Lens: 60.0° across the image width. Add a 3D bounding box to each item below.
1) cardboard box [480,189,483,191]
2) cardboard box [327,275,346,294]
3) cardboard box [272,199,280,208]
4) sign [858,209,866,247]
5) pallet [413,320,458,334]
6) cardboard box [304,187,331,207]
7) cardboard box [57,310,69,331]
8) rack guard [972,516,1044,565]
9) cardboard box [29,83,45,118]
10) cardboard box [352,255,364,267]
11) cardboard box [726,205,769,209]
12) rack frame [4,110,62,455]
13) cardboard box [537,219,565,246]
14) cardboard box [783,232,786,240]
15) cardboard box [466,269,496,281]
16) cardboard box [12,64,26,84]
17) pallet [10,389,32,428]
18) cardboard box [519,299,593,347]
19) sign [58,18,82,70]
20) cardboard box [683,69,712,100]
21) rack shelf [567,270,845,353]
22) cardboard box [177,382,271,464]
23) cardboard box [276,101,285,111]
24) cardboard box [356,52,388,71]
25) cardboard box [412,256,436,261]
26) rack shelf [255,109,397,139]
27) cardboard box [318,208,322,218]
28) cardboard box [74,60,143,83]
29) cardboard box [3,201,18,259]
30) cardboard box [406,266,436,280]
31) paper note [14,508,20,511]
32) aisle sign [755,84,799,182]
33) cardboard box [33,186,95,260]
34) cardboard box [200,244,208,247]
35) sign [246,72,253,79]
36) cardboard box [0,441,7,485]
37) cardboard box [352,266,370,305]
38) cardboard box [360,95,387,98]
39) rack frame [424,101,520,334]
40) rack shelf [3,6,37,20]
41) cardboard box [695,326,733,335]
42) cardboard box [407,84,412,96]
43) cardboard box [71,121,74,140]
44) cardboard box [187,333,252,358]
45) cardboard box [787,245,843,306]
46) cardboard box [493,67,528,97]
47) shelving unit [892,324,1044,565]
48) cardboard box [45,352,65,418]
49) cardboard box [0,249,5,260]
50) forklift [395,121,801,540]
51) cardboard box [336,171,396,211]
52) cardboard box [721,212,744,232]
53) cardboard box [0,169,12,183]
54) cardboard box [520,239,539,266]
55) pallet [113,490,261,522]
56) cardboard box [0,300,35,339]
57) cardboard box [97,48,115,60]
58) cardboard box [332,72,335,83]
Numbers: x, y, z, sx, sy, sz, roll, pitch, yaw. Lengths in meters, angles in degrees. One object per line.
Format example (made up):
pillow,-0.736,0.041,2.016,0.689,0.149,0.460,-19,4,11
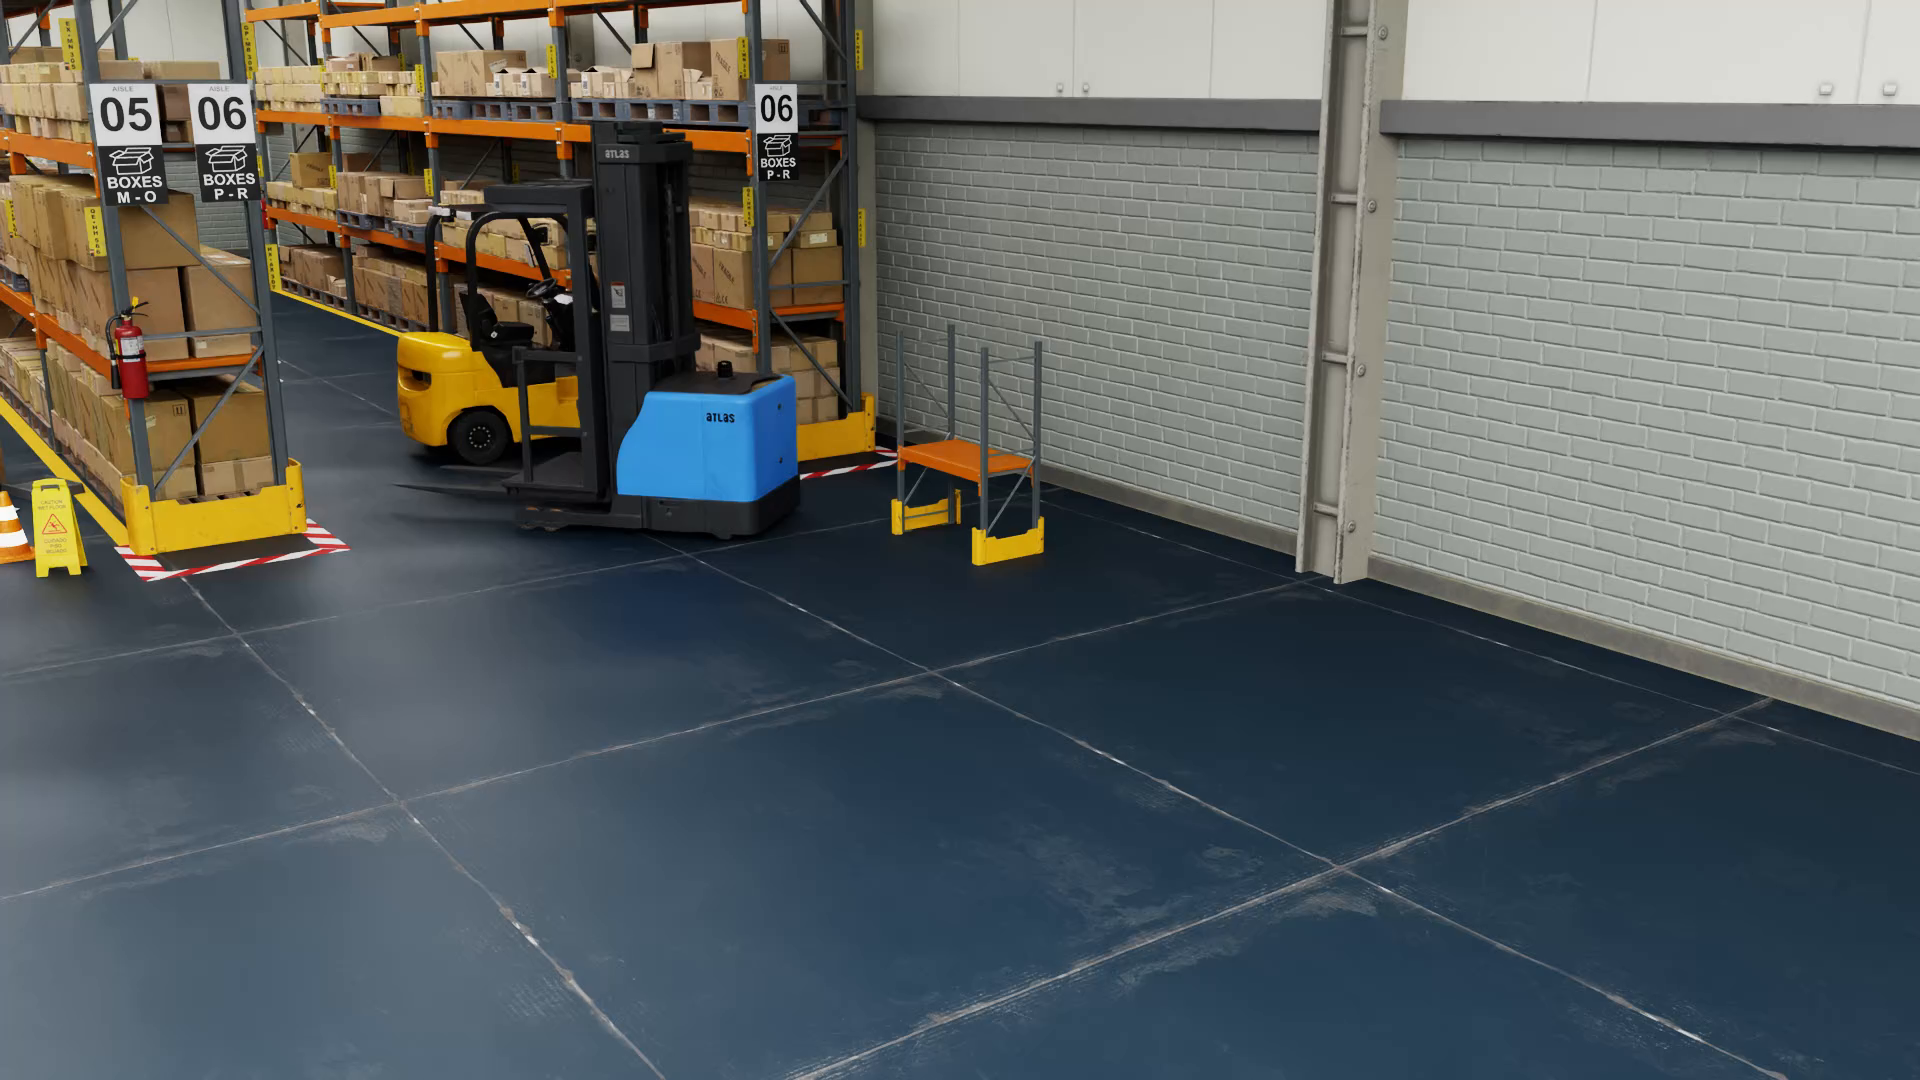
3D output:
cardboard box,-5.679,-4.243,20.479,0.380,0.149,0.250,-10,18,-33
cardboard box,-9.161,-3.808,24.690,0.396,0.266,0.258,-10,18,-33
cardboard box,-10.766,-5.394,26.579,0.380,0.149,0.250,-11,19,-35
sign,-0.878,-2.752,14.661,0.100,0.325,0.005,-11,19,-35
pallet,-6.442,-2.740,21.689,1.003,0.211,1.213,-11,19,-35
cardboard box,-9.472,-5.130,24.856,0.500,0.250,0.500,-11,19,-35
cardboard box,-7.024,-1.782,13.380,0.380,0.149,0.250,-11,19,-34
rack guard,0.338,0.002,11.595,0.587,0.250,0.087,-11,19,-35
cardboard box,-6.764,-3.351,12.676,0.500,0.250,0.500,-11,19,-34
cardboard box,-8.390,-3.966,23.596,0.380,0.149,0.250,-10,18,-32
cardboard box,-1.957,-3.044,15.535,0.380,0.149,0.250,-10,18,-33
rack frame,-7.695,-2.295,14.778,1.000,3.000,0.127,-11,19,-35
cardboard box,-4.177,-3.300,17.788,0.500,0.250,0.500,-11,19,-36
cardboard box,-1.516,-2.728,14.945,0.380,0.149,0.250,-11,19,-35
cardboard box,-6.223,-3.451,21.712,0.380,0.149,0.250,-10,18,-33
cardboard box,-7.316,-3.718,13.262,0.380,0.149,0.250,-11,19,-35
pallet,-8.875,-1.377,16.706,1.003,0.211,1.213,-11,19,-35
cardboard box,-4.448,-2.400,18.865,0.875,0.625,0.625,-11,19,-35
sign,-5.804,-3.233,10.846,0.100,0.325,0.005,-11,19,-35
cardboard box,-2.212,-4.029,14.701,0.396,0.266,0.258,-11,19,-34
rack shelf,-2.506,-2.292,16.131,1.077,0.370,4.000,-11,19,-35
cardboard box,-5.608,-0.899,12.670,0.500,0.500,0.500,-12,19,-36
cardboard box,-10.203,-6.617,25.363,0.380,0.149,0.250,-11,19,-35
cardboard box,-8.150,-6.639,23.112,0.396,0.266,0.258,-11,19,-35
cardboard box,-7.455,-3.894,23.331,0.380,0.149,0.250,-12,19,-37
rack shelf,-9.562,-6.301,25.097,1.077,0.370,4.000,-11,19,-35
cardboard box,-9.253,-4.846,24.576,0.380,0.149,0.250,-10,18,-33
cardboard box,-5.781,-3.177,11.286,0.380,0.149,0.250,-11,19,-34
cardboard box,-8.445,-2.858,15.287,0.500,0.500,0.500,-11,19,-34
cardboard box,-7.099,-3.529,21.999,0.380,0.149,0.250,-11,19,-35
paper note,-7.384,-0.240,12.897,0.148,0.019,0.142,10,18,33
aisle sign,-1.529,-3.406,13.914,0.394,0.787,0.004,-11,19,-35
cardboard box,-6.494,-2.392,12.486,0.700,0.500,0.500,-11,19,-35
cardboard box,-6.310,-2.103,13.323,0.500,0.500,0.500,-11,19,-36
sign,-11.176,-7.413,26.139,0.100,0.325,0.005,-11,19,-35
cardboard box,-8.165,-0.650,13.500,0.500,0.500,0.500,1,15,4
cardboard box,-8.283,-3.633,23.607,0.500,0.500,0.500,-10,18,-32
cardboard box,-8.453,-6.444,23.978,0.500,0.250,0.500,-11,19,-36
rack frame,-6.034,-3.920,20.717,1.000,3.000,0.127,-11,19,-35
rack shelf,-11.223,-5.930,18.815,1.077,0.370,4.000,-11,19,-35
cardboard box,-2.463,-1.835,15.616,0.500,0.250,0.500,-11,19,-34
cardboard box,-6.707,-5.644,20.861,0.380,0.149,0.250,-10,18,-33
cardboard box,-6.080,-2.909,11.817,0.380,0.149,0.250,-10,18,-33
cardboard box,-5.375,-1.424,12.073,0.380,0.149,0.250,-11,19,-34
cardboard box,-1.397,-2.409,15.006,0.500,0.500,0.500,-10,18,-33
cardboard box,-4.756,-5.001,18.169,0.500,0.311,0.500,-12,19,-36
shelving unit,0.045,-0.707,11.819,0.587,1.500,1.083,-11,19,-35
cardboard box,-7.566,-1.365,14.373,0.500,0.500,0.500,-10,18,-32
cardboard box,-9.393,-2.900,16.668,0.380,0.149,0.250,-10,18,-31
forklift,-2.802,-1.608,12.398,3.031,2.935,1.130,4,16,14
cardboard box,-8.282,-4.887,23.265,0.700,0.500,0.500,-10,18,-33
cardboard box,-1.881,-2.808,14.672,0.380,0.149,0.250,-11,19,-34
cardboard box,-10.562,-3.749,18.009,0.500,0.500,0.500,-11,19,-36
cardboard box,-4.490,-3.167,18.250,0.500,0.250,0.500,-11,19,-35
pallet,-5.837,-0.291,12.739,1.003,0.211,1.213,-11,19,-35
cardboard box,-10.386,-2.487,18.710,0.875,0.875,0.875,-11,19,-35
cardboard box,-8.015,-4.405,15.347,0.500,0.250,0.500,-11,19,-36
cardboard box,-8.350,-6.316,22.718,0.380,0.149,0.250,-11,18,-34
